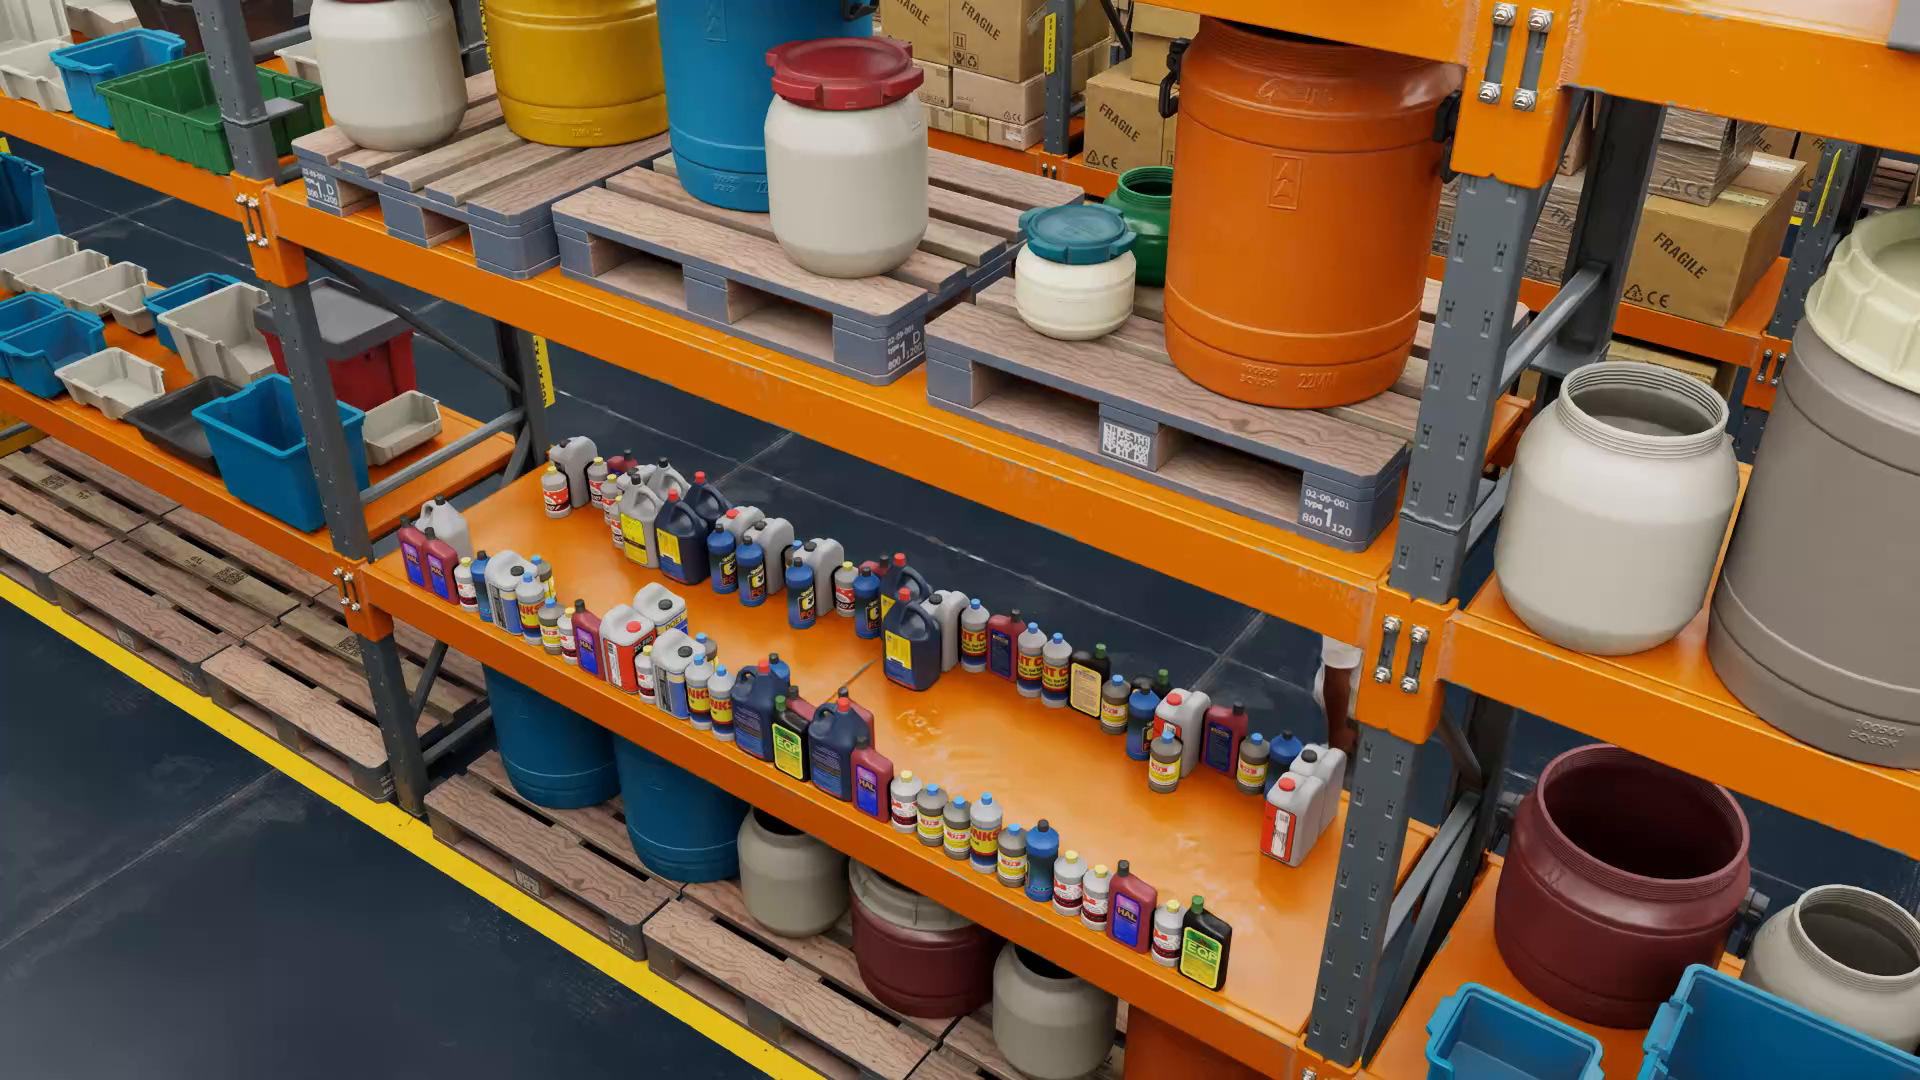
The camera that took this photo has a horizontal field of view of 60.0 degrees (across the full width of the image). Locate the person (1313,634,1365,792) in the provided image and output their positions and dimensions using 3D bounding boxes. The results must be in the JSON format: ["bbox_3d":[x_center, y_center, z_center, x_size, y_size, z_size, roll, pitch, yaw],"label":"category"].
[{"bbox_3d":[1.486,0.556,6.265,0.602,1.755,0.571,16,38,22],"label":"person"}]
